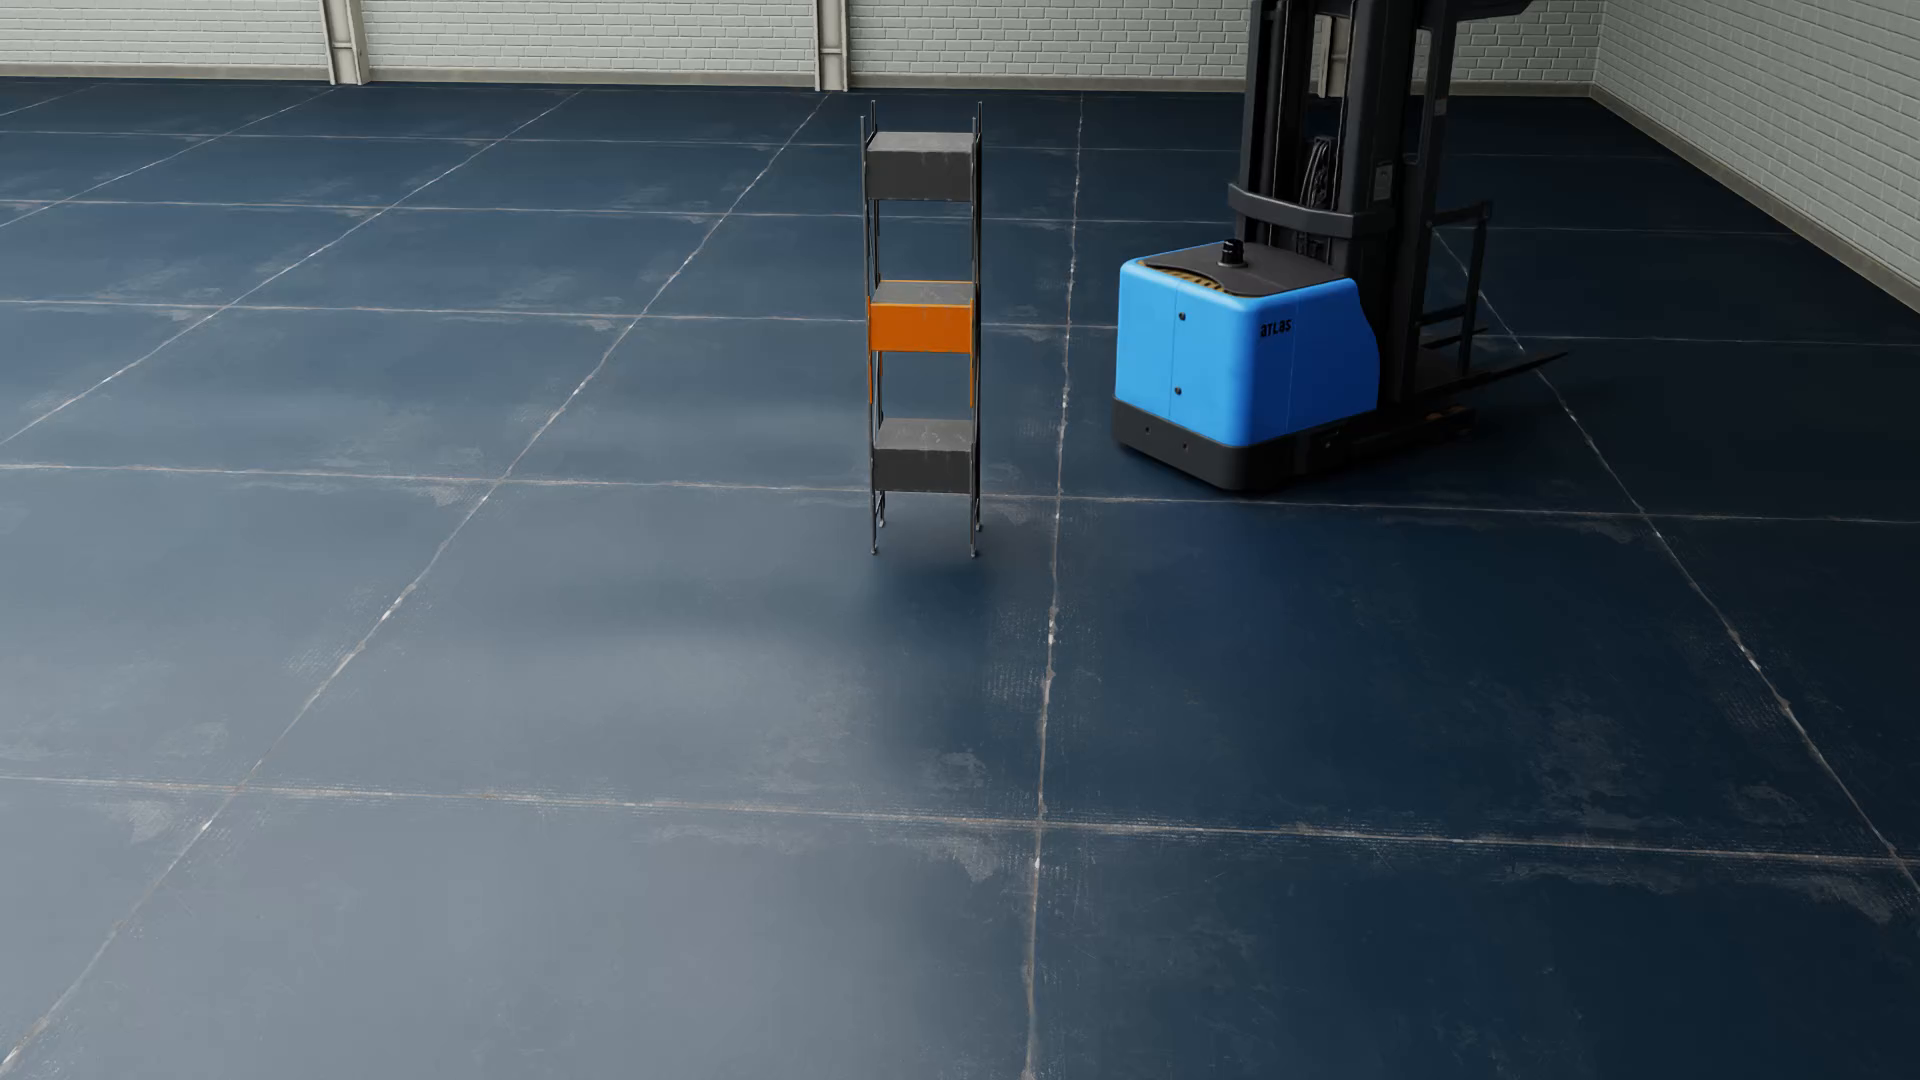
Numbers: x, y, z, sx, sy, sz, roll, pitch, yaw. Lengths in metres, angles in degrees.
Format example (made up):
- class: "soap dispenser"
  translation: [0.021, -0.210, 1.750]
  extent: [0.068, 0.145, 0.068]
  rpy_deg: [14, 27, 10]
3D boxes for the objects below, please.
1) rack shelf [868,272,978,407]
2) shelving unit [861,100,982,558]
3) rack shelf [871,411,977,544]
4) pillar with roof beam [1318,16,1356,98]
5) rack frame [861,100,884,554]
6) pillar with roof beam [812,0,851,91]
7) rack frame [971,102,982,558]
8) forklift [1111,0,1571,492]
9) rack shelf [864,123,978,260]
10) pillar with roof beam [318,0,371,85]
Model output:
- class: "rack shelf"
  translation: [-0.165, -0.947, 7.828]
  extent: [0.480, 0.518, 0.431]
  rpy_deg: [2, 25, 4]
- class: "shelving unit"
  translation: [-0.165, -0.959, 7.823]
  extent: [0.503, 2.100, 0.431]
  rpy_deg: [2, 25, 4]
- class: "rack shelf"
  translation: [-0.165, -0.311, 8.121]
  extent: [0.480, 0.518, 0.431]
  rpy_deg: [2, 25, 4]
- class: "pillar with roof beam"
  translation: [4.122, -7.558, 13.909]
  extent: [0.400, 9.000, 9.100]
  rpy_deg: [2, 25, 4]
- class: "rack frame"
  translation: [-0.408, -0.967, 7.840]
  extent: [0.015, 2.100, 0.400]
  rpy_deg: [2, 25, 4]
- class: "pillar with roof beam"
  translation: [-1.861, -7.750, 14.327]
  extent: [0.400, 9.000, 9.100]
  rpy_deg: [2, 25, 4]
- class: "rack frame"
  translation: [0.078, -0.951, 7.806]
  extent: [0.015, 2.100, 0.400]
  rpy_deg: [2, 25, 4]
- class: "forklift"
  translation: [2.345, -2.049, 9.196]
  extent: [3.031, 2.935, 1.130]
  rpy_deg: [-16, 29, -32]
- class: "rack shelf"
  translation: [-0.165, -1.583, 7.536]
  extent: [0.480, 0.518, 0.431]
  rpy_deg: [2, 25, 4]
- class: "pillar with roof beam"
  translation: [-7.843, -7.942, 14.744]
  extent: [0.400, 9.000, 9.100]
  rpy_deg: [2, 25, 4]
